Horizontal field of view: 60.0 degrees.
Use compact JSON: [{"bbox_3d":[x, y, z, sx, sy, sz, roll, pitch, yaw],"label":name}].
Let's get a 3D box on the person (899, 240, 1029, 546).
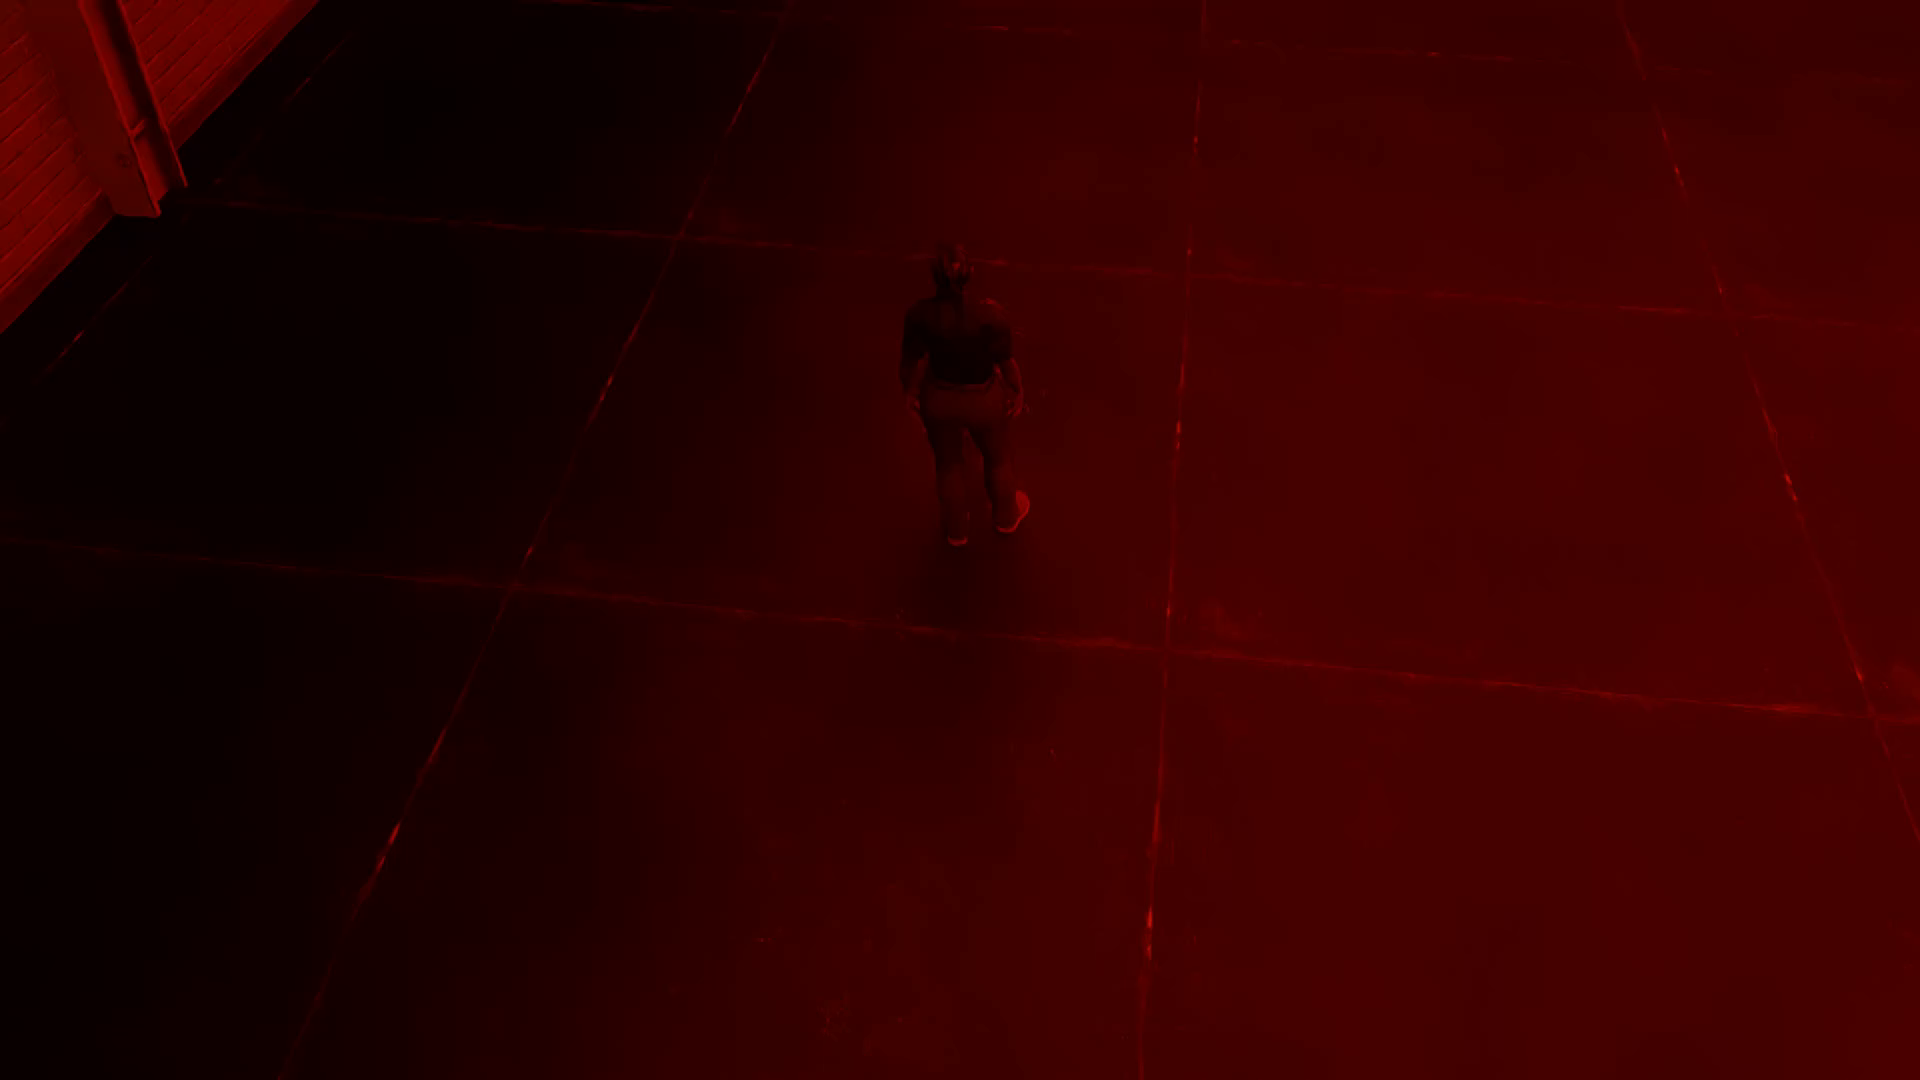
[{"bbox_3d":[0.031,-0.672,7.388,0.570,1.654,0.503,5,43,6],"label":"person"}]
